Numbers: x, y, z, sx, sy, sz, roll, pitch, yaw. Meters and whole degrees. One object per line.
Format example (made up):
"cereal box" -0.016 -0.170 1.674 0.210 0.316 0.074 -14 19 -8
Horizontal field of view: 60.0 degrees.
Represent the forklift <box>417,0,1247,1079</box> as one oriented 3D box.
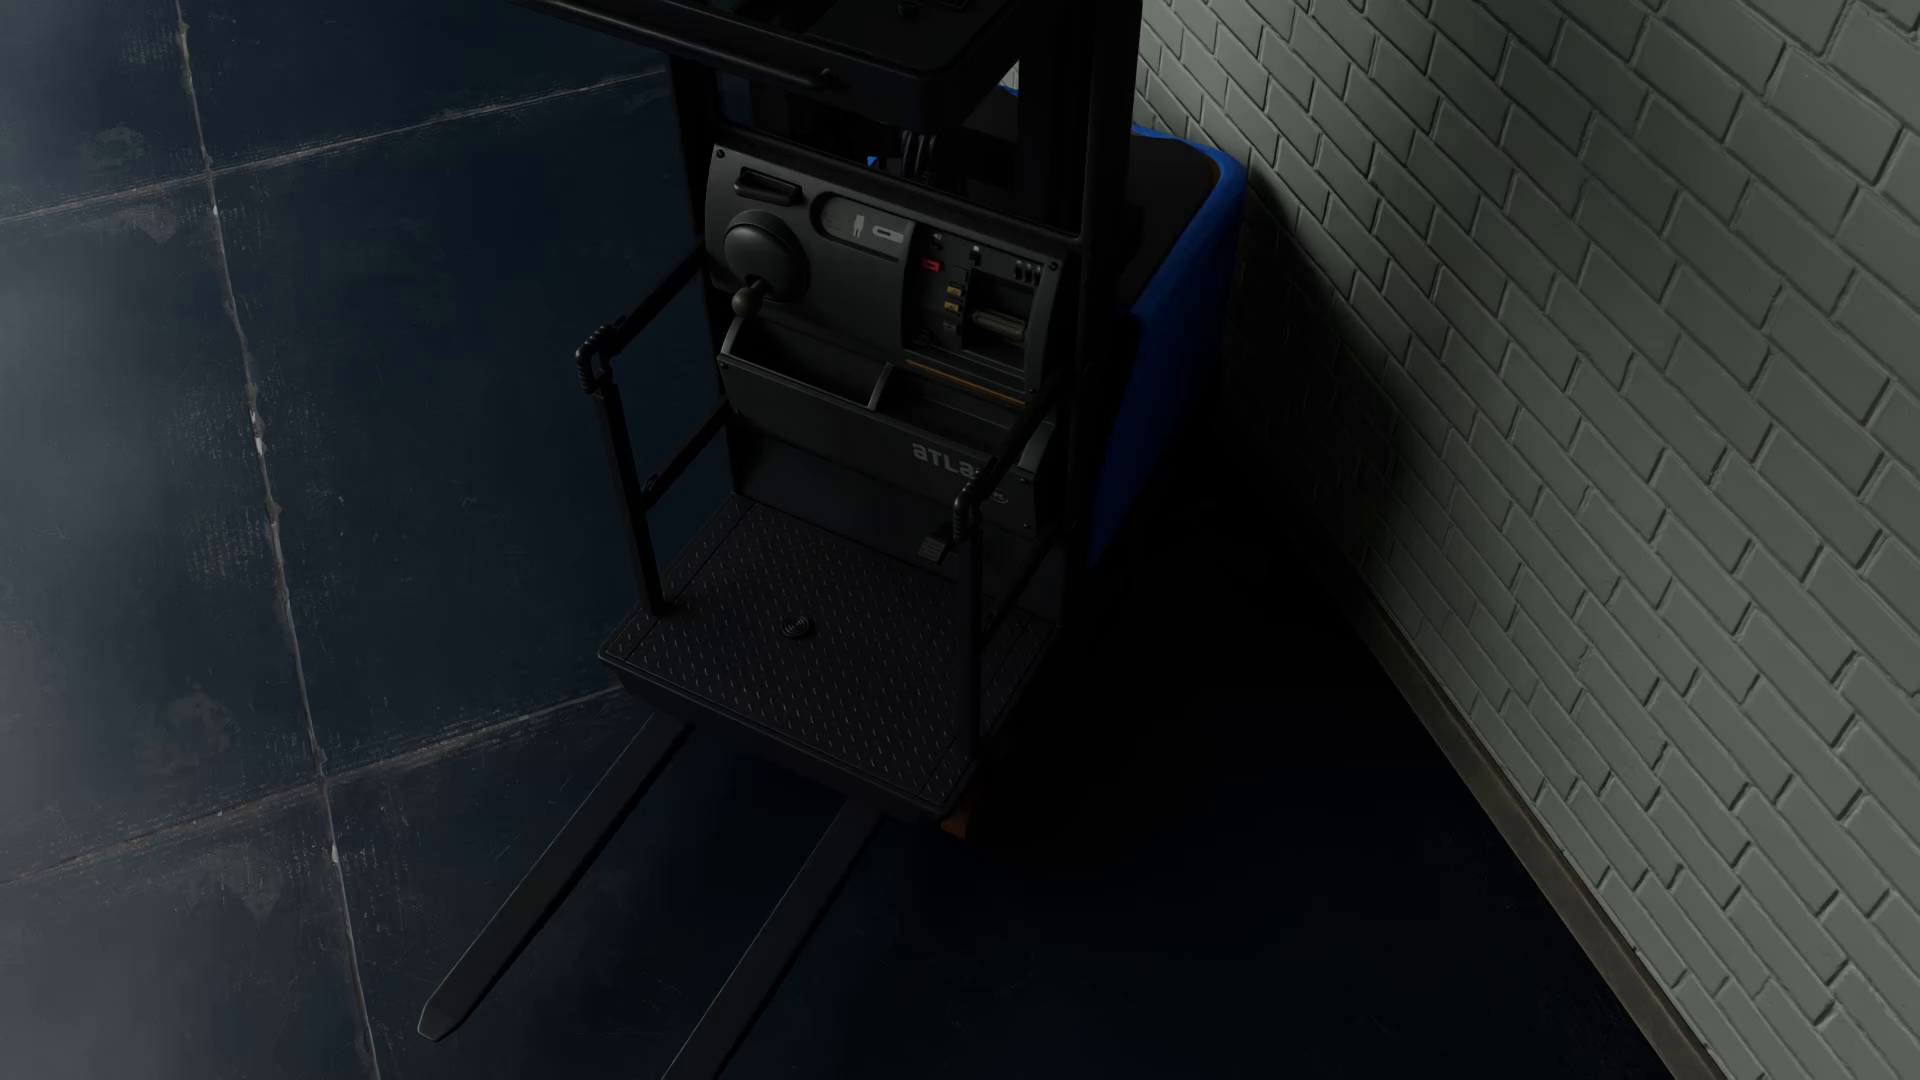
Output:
"forklift" -0.291 -0.538 3.780 1.130 2.935 3.031 22 53 18
